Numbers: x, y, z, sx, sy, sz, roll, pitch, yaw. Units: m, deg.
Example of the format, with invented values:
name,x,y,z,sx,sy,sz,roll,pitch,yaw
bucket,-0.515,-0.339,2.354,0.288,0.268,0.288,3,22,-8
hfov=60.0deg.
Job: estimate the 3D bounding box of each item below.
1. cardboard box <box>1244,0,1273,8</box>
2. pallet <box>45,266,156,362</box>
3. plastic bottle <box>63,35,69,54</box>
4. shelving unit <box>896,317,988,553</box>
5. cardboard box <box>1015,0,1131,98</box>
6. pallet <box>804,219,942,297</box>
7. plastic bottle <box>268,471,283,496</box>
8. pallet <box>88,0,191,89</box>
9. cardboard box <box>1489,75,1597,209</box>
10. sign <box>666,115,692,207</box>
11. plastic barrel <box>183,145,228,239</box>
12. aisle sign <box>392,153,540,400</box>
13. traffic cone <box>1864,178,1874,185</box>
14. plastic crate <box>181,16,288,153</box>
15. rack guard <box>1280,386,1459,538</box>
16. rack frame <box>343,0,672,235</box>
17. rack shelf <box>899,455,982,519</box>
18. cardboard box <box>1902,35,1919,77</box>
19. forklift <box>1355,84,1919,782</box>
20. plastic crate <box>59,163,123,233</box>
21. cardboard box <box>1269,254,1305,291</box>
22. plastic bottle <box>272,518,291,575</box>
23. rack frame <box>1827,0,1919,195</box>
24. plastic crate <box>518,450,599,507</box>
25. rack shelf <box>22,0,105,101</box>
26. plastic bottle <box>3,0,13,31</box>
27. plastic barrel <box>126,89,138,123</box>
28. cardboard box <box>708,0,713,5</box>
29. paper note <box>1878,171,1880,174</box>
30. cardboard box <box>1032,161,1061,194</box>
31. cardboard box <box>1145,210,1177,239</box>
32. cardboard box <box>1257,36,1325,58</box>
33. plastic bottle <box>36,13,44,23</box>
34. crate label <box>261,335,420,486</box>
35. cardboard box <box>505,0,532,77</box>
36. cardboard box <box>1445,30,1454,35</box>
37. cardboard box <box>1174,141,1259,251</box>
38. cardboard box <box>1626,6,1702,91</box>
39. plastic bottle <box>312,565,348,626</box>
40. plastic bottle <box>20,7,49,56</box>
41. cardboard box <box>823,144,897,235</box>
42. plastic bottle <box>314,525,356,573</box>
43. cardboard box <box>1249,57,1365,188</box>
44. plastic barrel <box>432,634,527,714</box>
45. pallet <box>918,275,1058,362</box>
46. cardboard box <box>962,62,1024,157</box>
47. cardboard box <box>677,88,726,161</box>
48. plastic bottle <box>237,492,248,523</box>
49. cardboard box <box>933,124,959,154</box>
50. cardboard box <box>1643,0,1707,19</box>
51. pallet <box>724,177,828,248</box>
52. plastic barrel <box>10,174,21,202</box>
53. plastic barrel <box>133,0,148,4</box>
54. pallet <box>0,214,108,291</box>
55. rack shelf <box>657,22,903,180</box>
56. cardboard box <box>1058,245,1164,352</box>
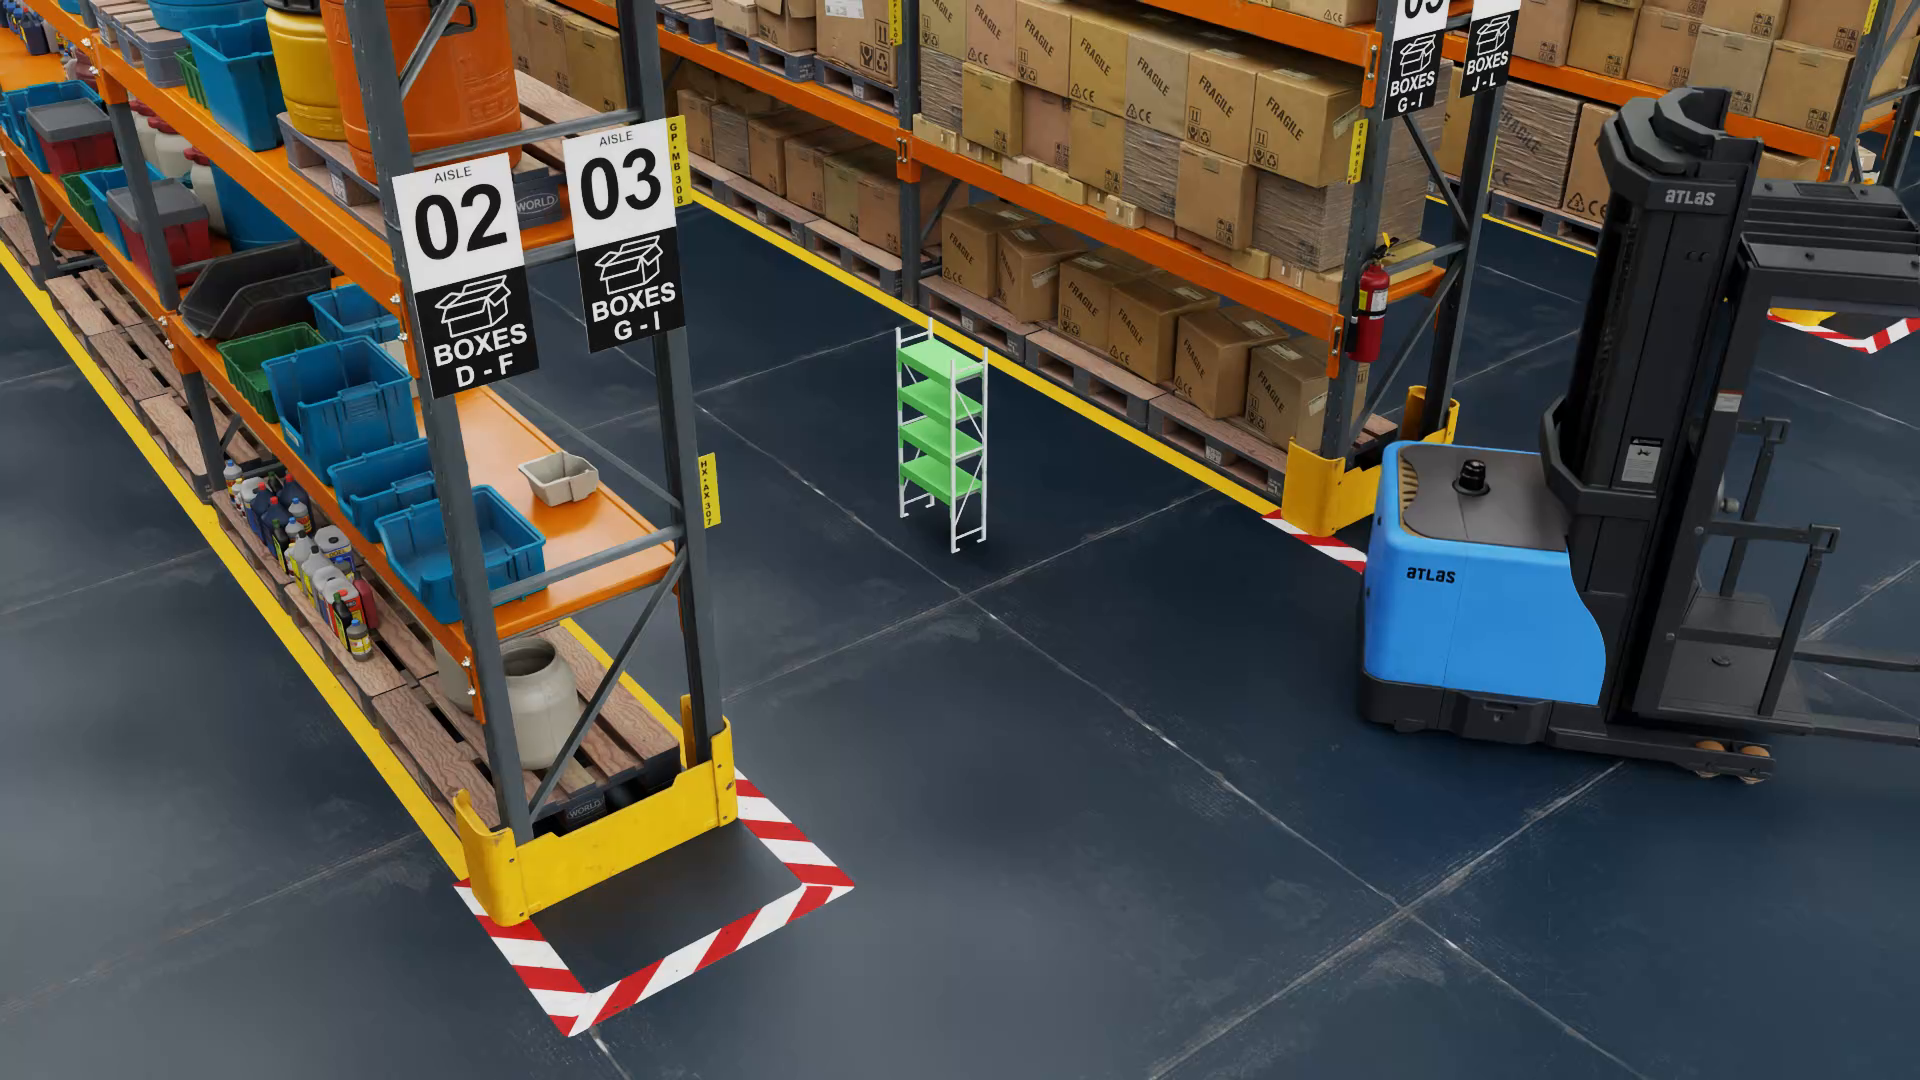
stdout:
name,x,y,z,sx,sy,sz,roll,pitch,yaw
cardboard box,1.652,-3.039,8.826,0.500,0.250,0.500,-22,38,-31
pallet,-5.917,-1.714,12.037,1.003,0.211,1.213,-22,38,-31
plastic bottle,-6.928,-3.866,12.981,0.097,0.271,0.097,0,32,0
shelving unit,-0.101,-0.579,9.271,0.258,1.200,0.503,-22,38,-31
cardboard box,0.693,-3.077,10.264,0.500,0.500,0.500,-22,38,-31
pallet,-0.475,-2.309,12.995,1.003,0.211,1.213,-22,38,-31
plastic bottle,-3.756,-0.234,9.169,0.061,0.283,0.133,-22,38,-31
pallet,-3.389,-2.492,7.982,1.213,0.211,1.003,-22,38,-31
cardboard box,4.870,-3.349,13.642,0.875,0.875,0.875,-22,38,-31
sign,-1.018,-1.354,5.963,0.100,0.325,0.005,-22,38,-31
plastic barrel,-4.322,-2.095,9.878,0.433,0.535,0.433,0,32,0
aisle sign,-1.646,-0.878,5.584,0.394,0.787,0.004,-22,38,-31
traffic cone,7.233,-2.668,13.334,0.336,0.463,0.334,-22,38,-31
plastic crate,-2.863,-1.865,6.809,0.392,0.384,0.575,-22,38,-31
rack guard,2.410,-0.472,9.764,1.175,0.500,0.348,-22,38,-31
rack frame,-1.456,-2.449,4.890,1.000,3.000,0.127,-22,38,-31
rack shelf,-0.102,-0.321,9.432,0.258,0.148,0.480,-22,38,-31
cardboard box,8.961,-4.716,15.725,0.500,0.500,0.500,-23,39,-32
forklift,3.482,-0.434,7.397,3.031,2.935,1.130,6,32,10
plastic crate,-5.199,-2.112,10.235,0.450,0.188,0.662,-22,38,-31
cardboard box,1.966,-1.552,9.371,0.380,0.149,0.250,-22,38,-31
plastic bottle,-3.557,0.031,8.741,0.061,0.283,0.133,-20,37,-29
rack frame,6.437,-3.065,11.569,1.000,3.000,0.127,-22,38,-31
plastic crate,-1.750,-0.265,7.311,0.298,0.136,0.250,-22,38,-31
rack shelf,-5.135,-3.369,9.898,1.077,0.370,4.000,-22,38,-31
plastic bottle,-7.871,-4.377,13.802,0.097,0.271,0.097,0,32,0
plastic barrel,-5.303,-2.747,10.950,0.421,0.512,0.421,0,32,0
cardboard box,-1.665,-4.645,13.620,0.700,0.500,0.500,-16,35,-25
paper note,8.133,-3.198,14.596,0.142,0.019,0.148,18,36,27
cardboard box,0.684,-2.363,10.677,0.380,0.149,0.250,-22,38,-31
cardboard box,1.340,-1.964,10.033,0.380,0.149,0.250,-22,38,-31
cardboard box,2.034,-2.624,9.535,0.500,0.500,0.500,-22,38,-31
plastic bottle,-7.317,-4.144,13.353,0.144,0.351,0.185,-22,38,-31
crate label,-2.798,-0.595,7.558,0.502,0.435,0.616,-22,38,-31
cardboard box,-3.945,-5.147,16.537,1.225,0.875,0.875,-24,39,-33
cardboard box,4.220,-4.646,13.972,0.875,0.550,0.550,-22,38,-31
cardboard box,1.740,-2.079,9.605,0.875,0.500,0.500,-22,38,-31
cardboard box,5.575,-3.765,12.554,0.875,0.550,0.550,-22,38,-31
plastic bottle,-3.146,0.275,8.356,0.152,0.276,0.135,-23,39,-33
plastic bottle,-7.354,-4.039,13.183,0.144,0.351,0.185,-22,38,-31
cardboard box,-0.633,-2.762,13.034,0.700,0.500,0.500,-23,38,-32
plastic bottle,-3.263,0.071,8.684,0.152,0.276,0.135,-22,38,-31
cardboard box,1.924,-2.246,8.925,0.500,0.500,0.500,-22,38,-31
plastic barrel,-2.227,0.520,7.757,0.421,0.512,0.421,0,32,0
pallet,0.444,-1.717,12.041,1.003,0.211,1.213,-22,38,-31
cardboard box,0.510,-2.911,10.944,0.875,0.500,0.500,-22,38,-31
cardboard box,-2.022,-3.689,14.526,0.700,0.500,0.500,-25,39,-34
plastic bottle,-3.935,-0.206,9.201,0.097,0.201,0.097,0,32,0
cardboard box,0.041,-2.768,11.328,0.380,0.149,0.250,-22,38,-31
cardboard box,5.594,-4.232,12.281,0.875,0.550,0.550,-22,38,-31
pallet,-1.227,-2.818,13.814,1.003,0.211,1.213,-22,38,-31
plastic barrel,-7.367,-3.057,13.444,0.600,0.588,0.708,-22,38,-31
plastic barrel,-3.800,-2.824,7.834,0.421,0.512,0.421,0,32,0
pallet,-6.878,-2.365,13.084,1.003,0.211,1.213,-22,38,-31
rack shelf,-1.222,-3.698,13.269,1.077,0.370,4.000,-22,38,-31
cardboard box,1.018,-1.637,11.241,0.500,0.500,0.500,-26,40,-35
